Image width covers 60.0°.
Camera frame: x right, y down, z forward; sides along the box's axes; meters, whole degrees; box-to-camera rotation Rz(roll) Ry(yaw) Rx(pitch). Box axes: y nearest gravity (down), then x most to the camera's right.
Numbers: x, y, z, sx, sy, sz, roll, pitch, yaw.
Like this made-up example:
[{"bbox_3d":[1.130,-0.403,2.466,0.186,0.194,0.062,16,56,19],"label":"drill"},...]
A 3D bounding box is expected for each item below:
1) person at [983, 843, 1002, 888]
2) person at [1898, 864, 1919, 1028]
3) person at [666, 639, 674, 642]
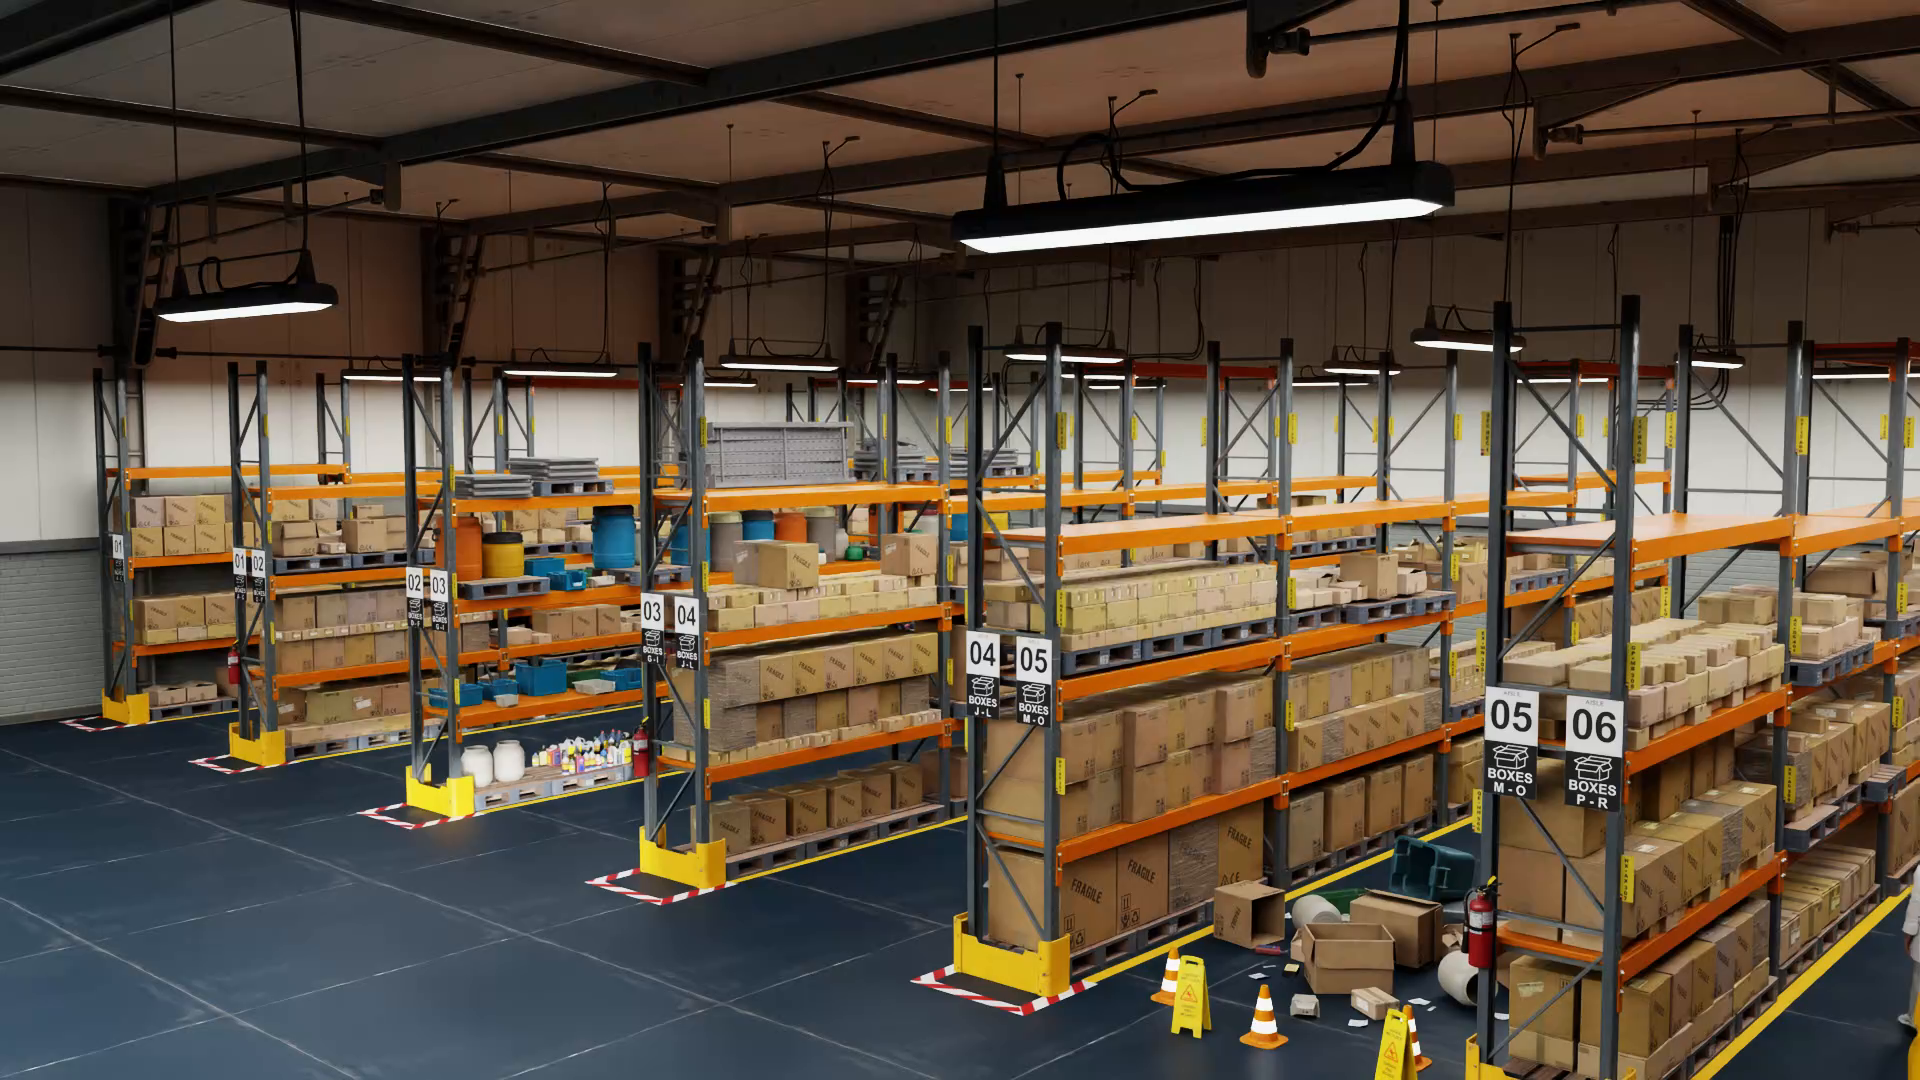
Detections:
[{"bbox_3d":[0.518,2.965,18.361,0.585,1.813,0.553,4,6,43],"label":"person"},{"bbox_3d":[8.119,3.278,13.753,0.667,1.783,0.794,3,5,37],"label":"person"},{"bbox_3d":[-5.924,1.725,35.056,0.731,1.787,0.765,3,5,32],"label":"person"}]
